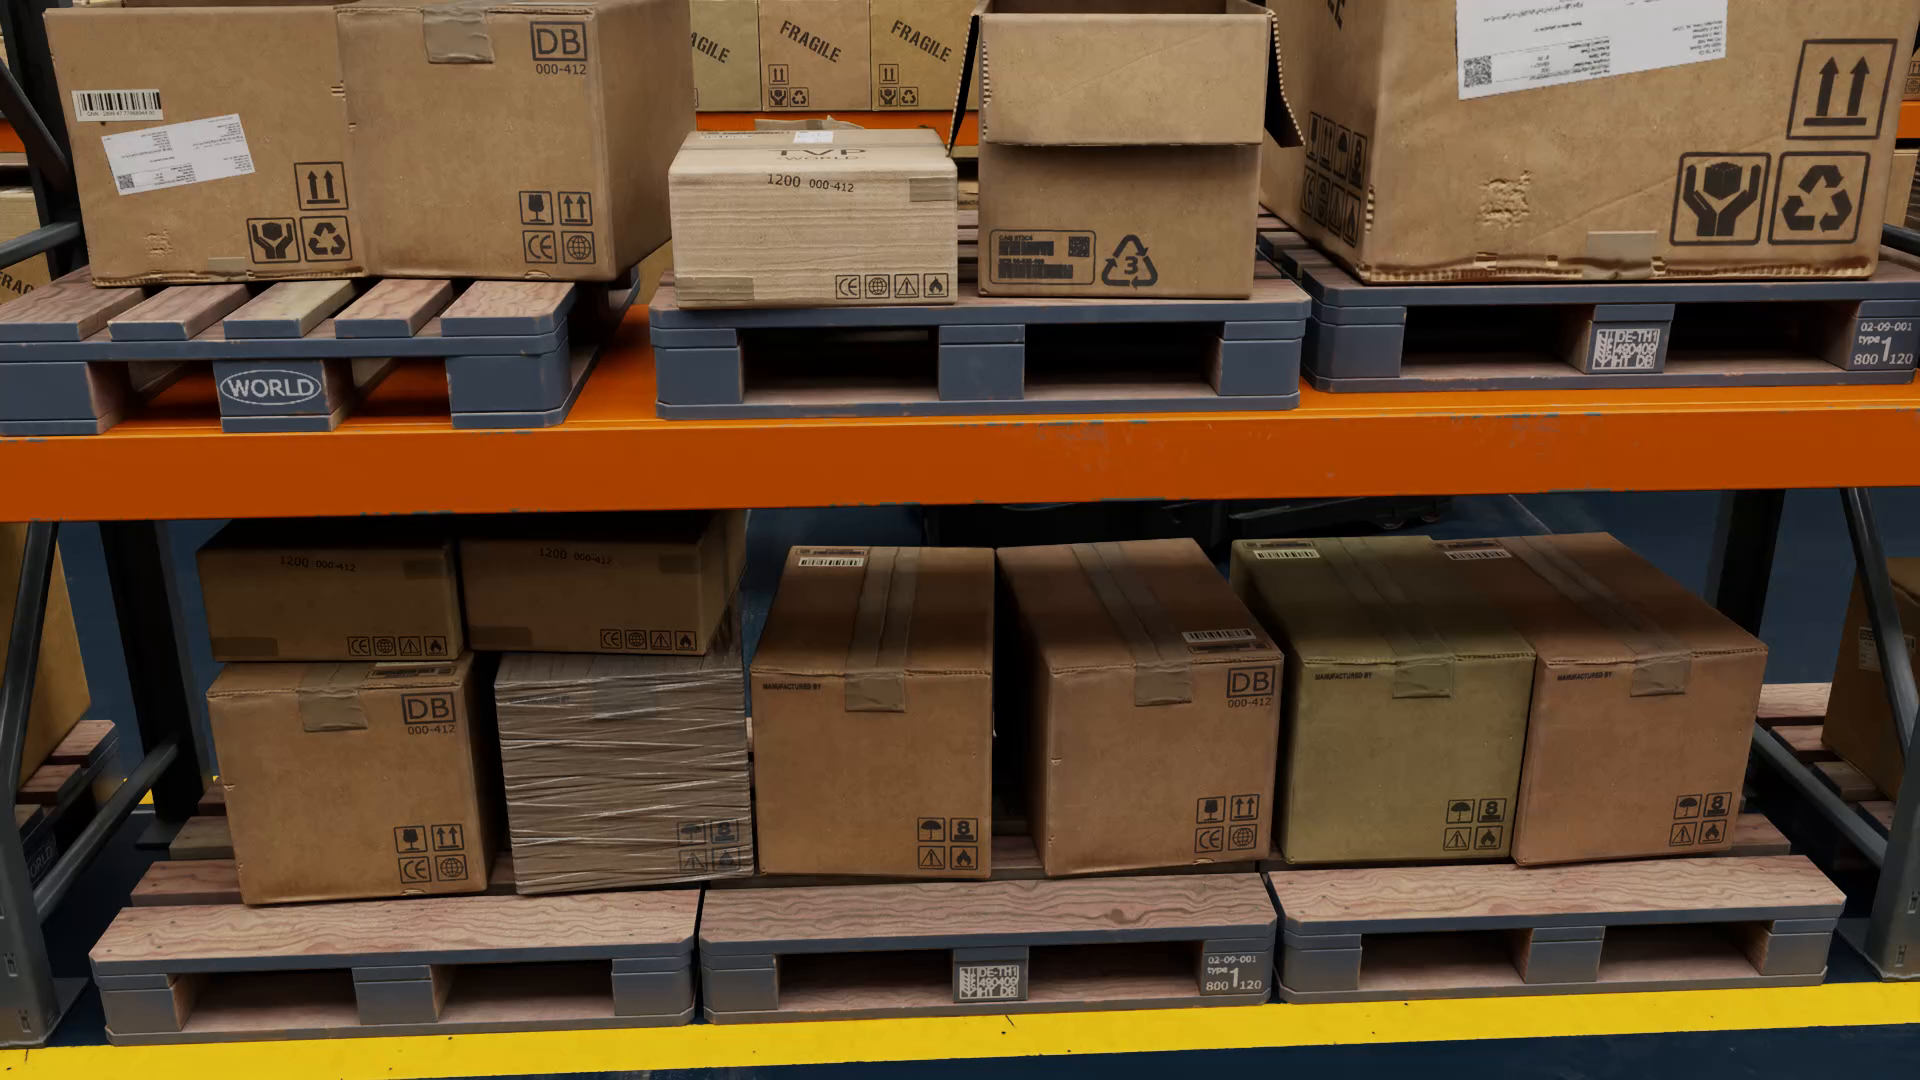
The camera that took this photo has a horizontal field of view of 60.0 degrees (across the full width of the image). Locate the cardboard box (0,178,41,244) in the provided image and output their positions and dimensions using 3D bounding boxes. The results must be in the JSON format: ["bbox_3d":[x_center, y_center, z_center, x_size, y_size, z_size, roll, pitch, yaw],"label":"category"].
[{"bbox_3d":[-4.343,-1.543,7.826,0.500,0.250,0.500,0,21,-1],"label":"cardboard box"}]

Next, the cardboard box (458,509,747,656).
[{"bbox_3d":[-0.765,0.034,3.658,0.500,0.250,0.500,1,21,3],"label":"cardboard box"}]

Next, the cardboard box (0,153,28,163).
[{"bbox_3d":[-7.153,-3.003,12.804,0.875,0.438,0.875,-1,21,-4],"label":"cardboard box"}]

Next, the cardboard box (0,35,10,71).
[{"bbox_3d":[-4.162,-2.179,7.390,0.250,0.149,0.380,-2,21,-6],"label":"cardboard box"}]

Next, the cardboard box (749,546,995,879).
[{"bbox_3d":[-0.174,0.372,3.822,0.500,0.500,0.700,1,21,1],"label":"cardboard box"}]

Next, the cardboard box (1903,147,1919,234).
[{"bbox_3d":[2.485,-0.794,3.432,0.500,0.500,0.875,-1,21,-3],"label":"cardboard box"}]

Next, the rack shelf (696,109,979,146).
[{"bbox_3d":[-0.146,-2.008,8.191,4.000,0.370,1.077,-1,21,-3],"label":"rack shelf"}]

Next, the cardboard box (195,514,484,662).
[{"bbox_3d":[-1.294,0.048,3.620,0.500,0.250,0.500,0,21,-1],"label":"cardboard box"}]

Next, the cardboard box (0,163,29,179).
[{"bbox_3d":[-4.893,-1.712,8.270,0.500,0.250,0.500,0,21,0],"label":"cardboard box"}]

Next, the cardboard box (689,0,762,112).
[{"bbox_3d":[-1.172,-2.275,7.741,0.500,0.500,0.500,-1,21,-4],"label":"cardboard box"}]

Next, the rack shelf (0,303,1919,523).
[{"bbox_3d":[0.036,-0.244,3.558,4.000,0.370,1.077,-1,21,-3],"label":"rack shelf"}]

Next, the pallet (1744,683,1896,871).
[{"bbox_3d":[2.701,0.656,4.102,1.213,0.211,1.003,-1,21,-3],"label":"pallet"}]

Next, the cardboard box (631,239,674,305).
[{"bbox_3d":[-1.530,-1.429,8.231,0.750,0.750,1.050,-1,21,-4],"label":"cardboard box"}]

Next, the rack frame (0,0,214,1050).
[{"bbox_3d":[-1.961,-0.540,3.323,0.127,3.000,1.000,-1,21,-3],"label":"rack frame"}]

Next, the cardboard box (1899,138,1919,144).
[{"bbox_3d":[5.171,-1.632,8.589,0.875,0.875,0.875,-1,21,-3],"label":"cardboard box"}]

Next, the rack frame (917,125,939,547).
[{"bbox_3d":[-0.106,-0.593,5.570,0.032,1.500,0.500,-2,21,-5],"label":"rack frame"}]

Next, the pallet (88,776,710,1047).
[{"bbox_3d":[-1.181,0.748,3.860,1.213,0.211,1.003,-1,21,-3],"label":"pallet"}]

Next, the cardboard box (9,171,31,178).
[{"bbox_3d":[-4.367,-1.728,8.312,0.500,0.250,0.500,-2,21,-5],"label":"cardboard box"}]

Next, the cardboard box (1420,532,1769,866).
[{"bbox_3d":[1.418,0.346,3.891,0.500,0.500,0.700,-3,21,-7],"label":"cardboard box"}]

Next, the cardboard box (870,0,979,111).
[{"bbox_3d":[-0.171,-2.295,7.792,0.500,0.500,0.500,-1,21,-4],"label":"cardboard box"}]

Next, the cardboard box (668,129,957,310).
[{"bbox_3d":[-0.274,-0.618,3.150,0.500,0.250,0.500,-2,21,-5],"label":"cardboard box"}]

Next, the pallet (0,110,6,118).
[{"bbox_3d":[-4.117,-2.159,7.847,1.213,0.211,1.003,-1,21,-3],"label":"pallet"}]

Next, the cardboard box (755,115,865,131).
[{"bbox_3d":[-0.311,-0.803,3.613,0.258,0.266,0.396,-2,21,-5],"label":"cardboard box"}]

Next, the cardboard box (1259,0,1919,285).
[{"bbox_3d":[1.231,-1.131,3.444,1.000,1.000,1.000,-1,21,-3],"label":"cardboard box"}]

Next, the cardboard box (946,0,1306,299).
[{"bbox_3d":[0.307,-0.798,3.265,0.637,0.503,0.797,1,21,2],"label":"cardboard box"}]

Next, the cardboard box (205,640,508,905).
[{"bbox_3d":[-1.293,0.402,3.744,0.500,0.500,0.700,-2,21,-6],"label":"cardboard box"}]

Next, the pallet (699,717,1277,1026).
[{"bbox_3d":[0.035,0.724,3.922,1.213,0.211,1.003,-1,21,-3],"label":"pallet"}]

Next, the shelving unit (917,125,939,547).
[{"bbox_3d":[-0.612,-0.578,5.530,1.048,1.500,0.538,-2,21,-5],"label":"shelving unit"}]

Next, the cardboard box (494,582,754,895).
[{"bbox_3d":[-0.740,0.386,3.786,0.500,0.500,0.700,-3,21,-8],"label":"cardboard box"}]

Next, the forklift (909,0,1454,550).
[{"bbox_3d":[1.303,-1.565,6.113,3.031,2.935,1.130,-10,23,-24],"label":"forklift"}]

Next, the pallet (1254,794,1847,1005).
[{"bbox_3d":[1.255,0.698,3.990,1.213,0.211,1.003,-1,21,-3],"label":"pallet"}]

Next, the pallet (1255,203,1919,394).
[{"bbox_3d":[1.261,-0.568,3.666,1.213,0.211,1.003,-1,21,-3],"label":"pallet"}]

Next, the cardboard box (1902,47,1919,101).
[{"bbox_3d":[4.362,-2.527,8.332,0.550,0.550,0.875,-1,21,-3],"label":"cardboard box"}]

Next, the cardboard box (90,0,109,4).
[{"bbox_3d":[-3.638,-2.329,7.366,0.250,0.149,0.380,-1,21,-3],"label":"cardboard box"}]

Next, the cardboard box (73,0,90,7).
[{"bbox_3d":[-3.898,-2.323,7.352,0.250,0.149,0.380,-1,21,-2],"label":"cardboard box"}]

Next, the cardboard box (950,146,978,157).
[{"bbox_3d":[0.226,-3.082,13.104,0.625,0.372,0.950,0,21,0],"label":"cardboard box"}]

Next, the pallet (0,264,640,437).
[{"bbox_3d":[-1.255,-0.503,3.495,1.003,0.211,1.213,-1,21,-3],"label":"pallet"}]

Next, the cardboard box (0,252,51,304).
[{"bbox_3d":[-4.333,-1.198,7.975,0.500,0.500,0.500,-1,21,-2],"label":"cardboard box"}]

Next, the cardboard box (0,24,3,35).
[{"bbox_3d":[-4.156,-2.318,7.337,0.250,0.149,0.380,-2,21,-4],"label":"cardboard box"}]

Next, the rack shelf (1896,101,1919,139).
[{"bbox_3d":[3.847,-2.090,8.405,4.000,0.370,1.077,-1,21,-3],"label":"rack shelf"}]

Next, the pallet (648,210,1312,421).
[{"bbox_3d":[0.013,-0.505,3.501,1.213,0.211,1.003,-1,21,-3],"label":"pallet"}]

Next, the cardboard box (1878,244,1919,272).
[{"bbox_3d":[2.231,-0.613,3.867,0.250,0.149,0.380,-1,21,-3],"label":"cardboard box"}]

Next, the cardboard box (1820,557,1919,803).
[{"bbox_3d":[2.434,0.357,3.891,0.500,0.500,0.500,-2,21,-5],"label":"cardboard box"}]

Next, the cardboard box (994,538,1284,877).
[{"bbox_3d":[0.383,0.361,3.852,0.500,0.500,0.700,-3,21,-8],"label":"cardboard box"}]

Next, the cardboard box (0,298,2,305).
[{"bbox_3d":[-2.462,-0.673,3.533,0.500,0.500,0.500,-1,21,-1],"label":"cardboard box"}]

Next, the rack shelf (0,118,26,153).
[{"bbox_3d":[-4.140,-1.927,7.978,4.000,0.370,1.077,-1,21,-3],"label":"rack shelf"}]

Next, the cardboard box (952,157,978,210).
[{"bbox_3d":[0.273,-1.467,8.331,0.750,0.750,1.050,-1,21,-3],"label":"cardboard box"}]

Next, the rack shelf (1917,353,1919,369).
[{"bbox_3d":[4.029,-0.326,3.771,4.000,0.370,1.077,-1,21,-3],"label":"rack shelf"}]

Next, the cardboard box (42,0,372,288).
[{"bbox_3d":[-1.424,-0.808,3.297,0.500,0.500,0.500,-4,21,-10],"label":"cardboard box"}]

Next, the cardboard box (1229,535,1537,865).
[{"bbox_3d":[0.941,0.349,3.883,0.500,0.500,0.700,-1,21,-3],"label":"cardboard box"}]

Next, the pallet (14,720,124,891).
[{"bbox_3d":[-2.752,0.753,3.848,1.213,0.211,1.003,-1,21,-3],"label":"pallet"}]

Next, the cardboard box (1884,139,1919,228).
[{"bbox_3d":[4.292,-1.614,8.540,0.875,0.875,0.875,-1,21,-4],"label":"cardboard box"}]

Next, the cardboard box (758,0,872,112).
[{"bbox_3d":[-0.668,-2.285,7.767,0.500,0.500,0.500,-1,21,-3],"label":"cardboard box"}]

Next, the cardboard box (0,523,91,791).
[{"bbox_3d":[-2.651,0.263,3.609,0.875,0.875,1.225,-2,21,-6],"label":"cardboard box"}]

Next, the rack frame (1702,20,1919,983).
[{"bbox_3d":[2.033,-0.621,3.537,0.127,3.000,1.000,-1,21,-3],"label":"rack frame"}]

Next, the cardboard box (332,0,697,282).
[{"bbox_3d":[-0.872,-0.855,3.420,0.500,0.500,0.700,2,21,5],"label":"cardboard box"}]
